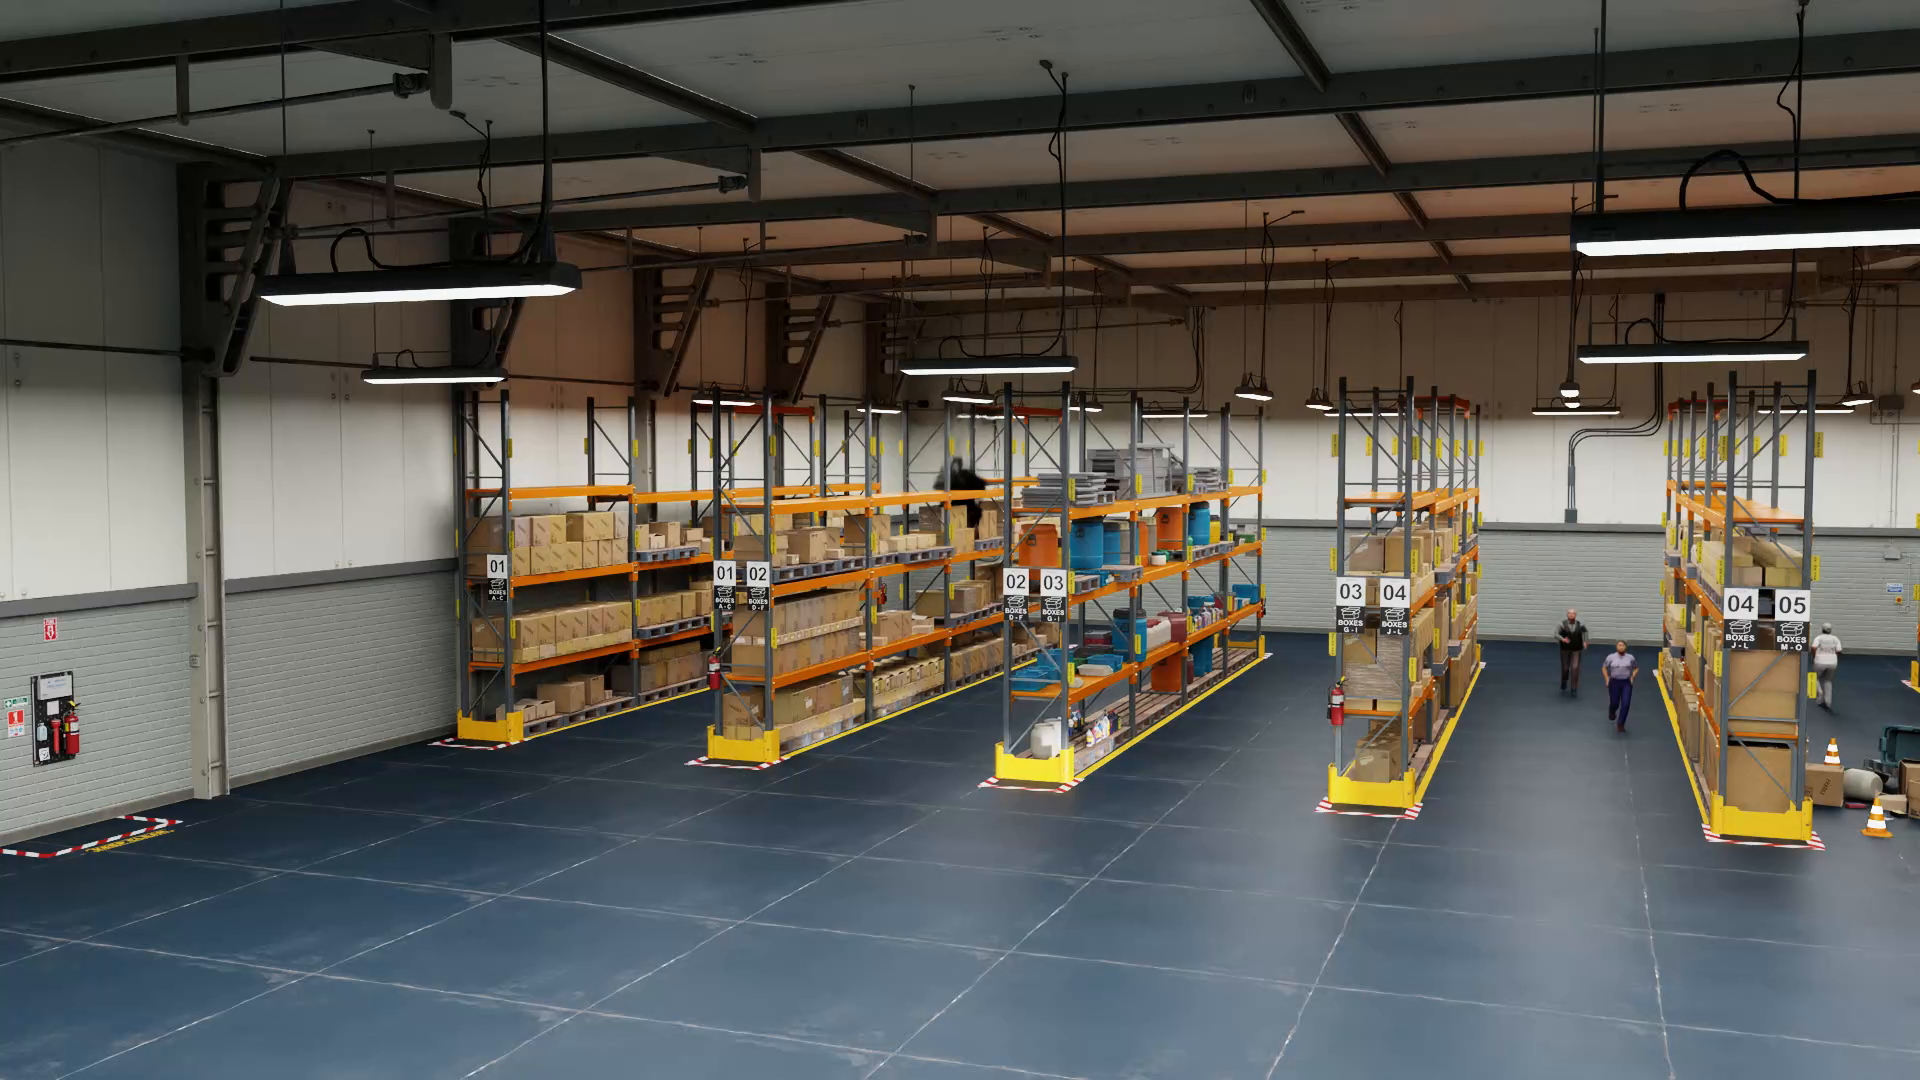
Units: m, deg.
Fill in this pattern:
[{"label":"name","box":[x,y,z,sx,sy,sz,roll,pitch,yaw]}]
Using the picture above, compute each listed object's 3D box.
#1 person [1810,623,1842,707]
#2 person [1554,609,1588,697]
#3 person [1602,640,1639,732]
[{"label":"person","box":[16.768,2.406,32.297,0.593,1.622,0.546,1,3,12]},{"label":"person","box":[12.450,2.272,33.893,0.676,1.751,0.854,1,3,15]},{"label":"person","box":[11.768,2.589,29.626,0.614,1.599,0.575,1,3,15]}]
